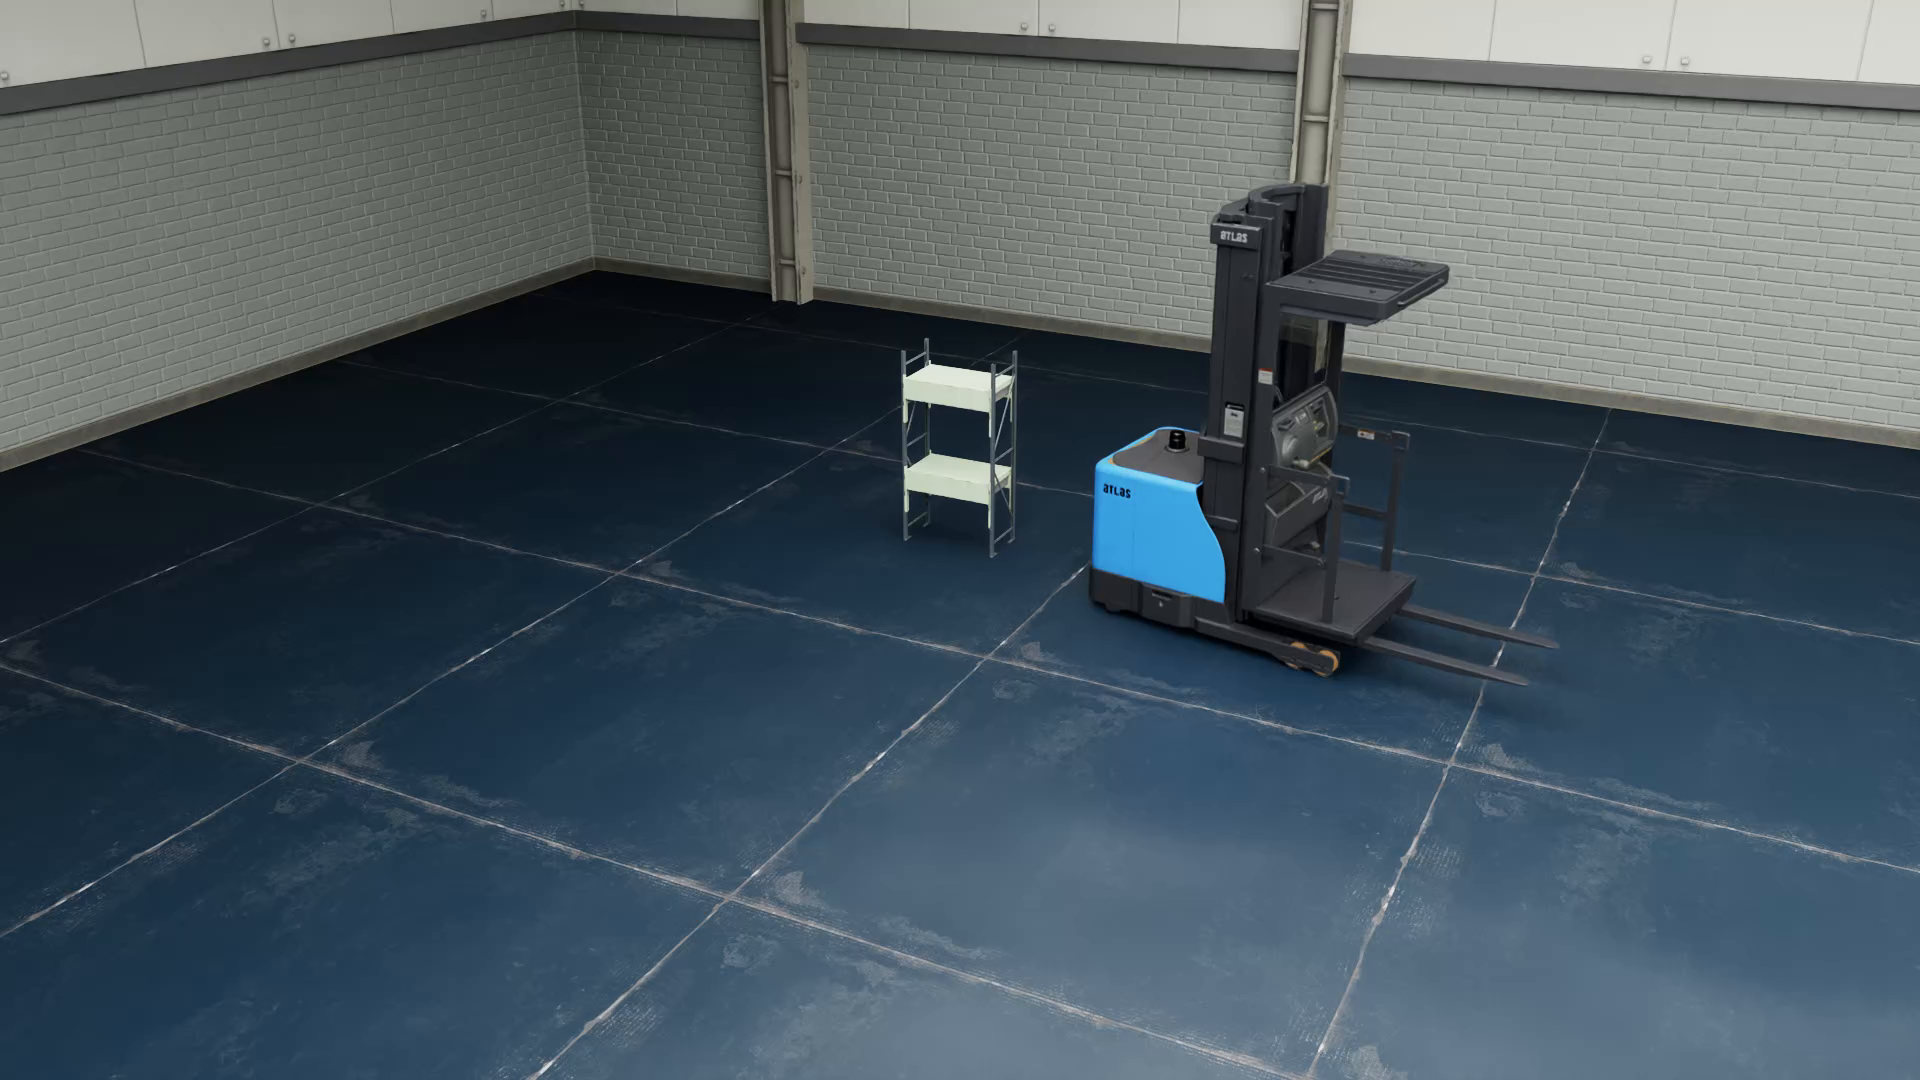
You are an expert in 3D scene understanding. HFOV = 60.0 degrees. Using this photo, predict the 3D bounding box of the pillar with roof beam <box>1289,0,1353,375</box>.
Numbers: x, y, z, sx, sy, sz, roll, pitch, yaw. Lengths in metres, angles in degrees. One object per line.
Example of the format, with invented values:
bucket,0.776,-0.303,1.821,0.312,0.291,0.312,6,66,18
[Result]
pillar with roof beam,1.474,-4.370,11.528,0.400,9.000,9.100,11,25,25

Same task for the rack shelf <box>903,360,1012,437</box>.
rack shelf,-0.006,-1.050,12.307,0.720,0.370,0.431,11,25,25

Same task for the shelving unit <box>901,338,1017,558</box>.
shelving unit,-0.006,-0.691,12.459,0.755,1.500,0.431,11,25,25

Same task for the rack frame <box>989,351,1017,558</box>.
rack frame,0.321,-0.627,12.307,0.023,1.500,0.400,11,25,25

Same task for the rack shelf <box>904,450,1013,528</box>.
rack shelf,-0.006,-0.391,12.587,0.720,0.370,0.431,11,25,25

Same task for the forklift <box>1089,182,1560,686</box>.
forklift,2.400,-0.708,10.669,3.031,2.935,1.130,15,27,32

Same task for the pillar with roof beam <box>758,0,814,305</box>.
pillar with roof beam,-3.880,-5.430,14.019,0.400,9.000,9.100,11,25,25

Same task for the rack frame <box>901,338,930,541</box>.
rack frame,-0.333,-0.756,12.611,0.023,1.500,0.400,11,25,25
